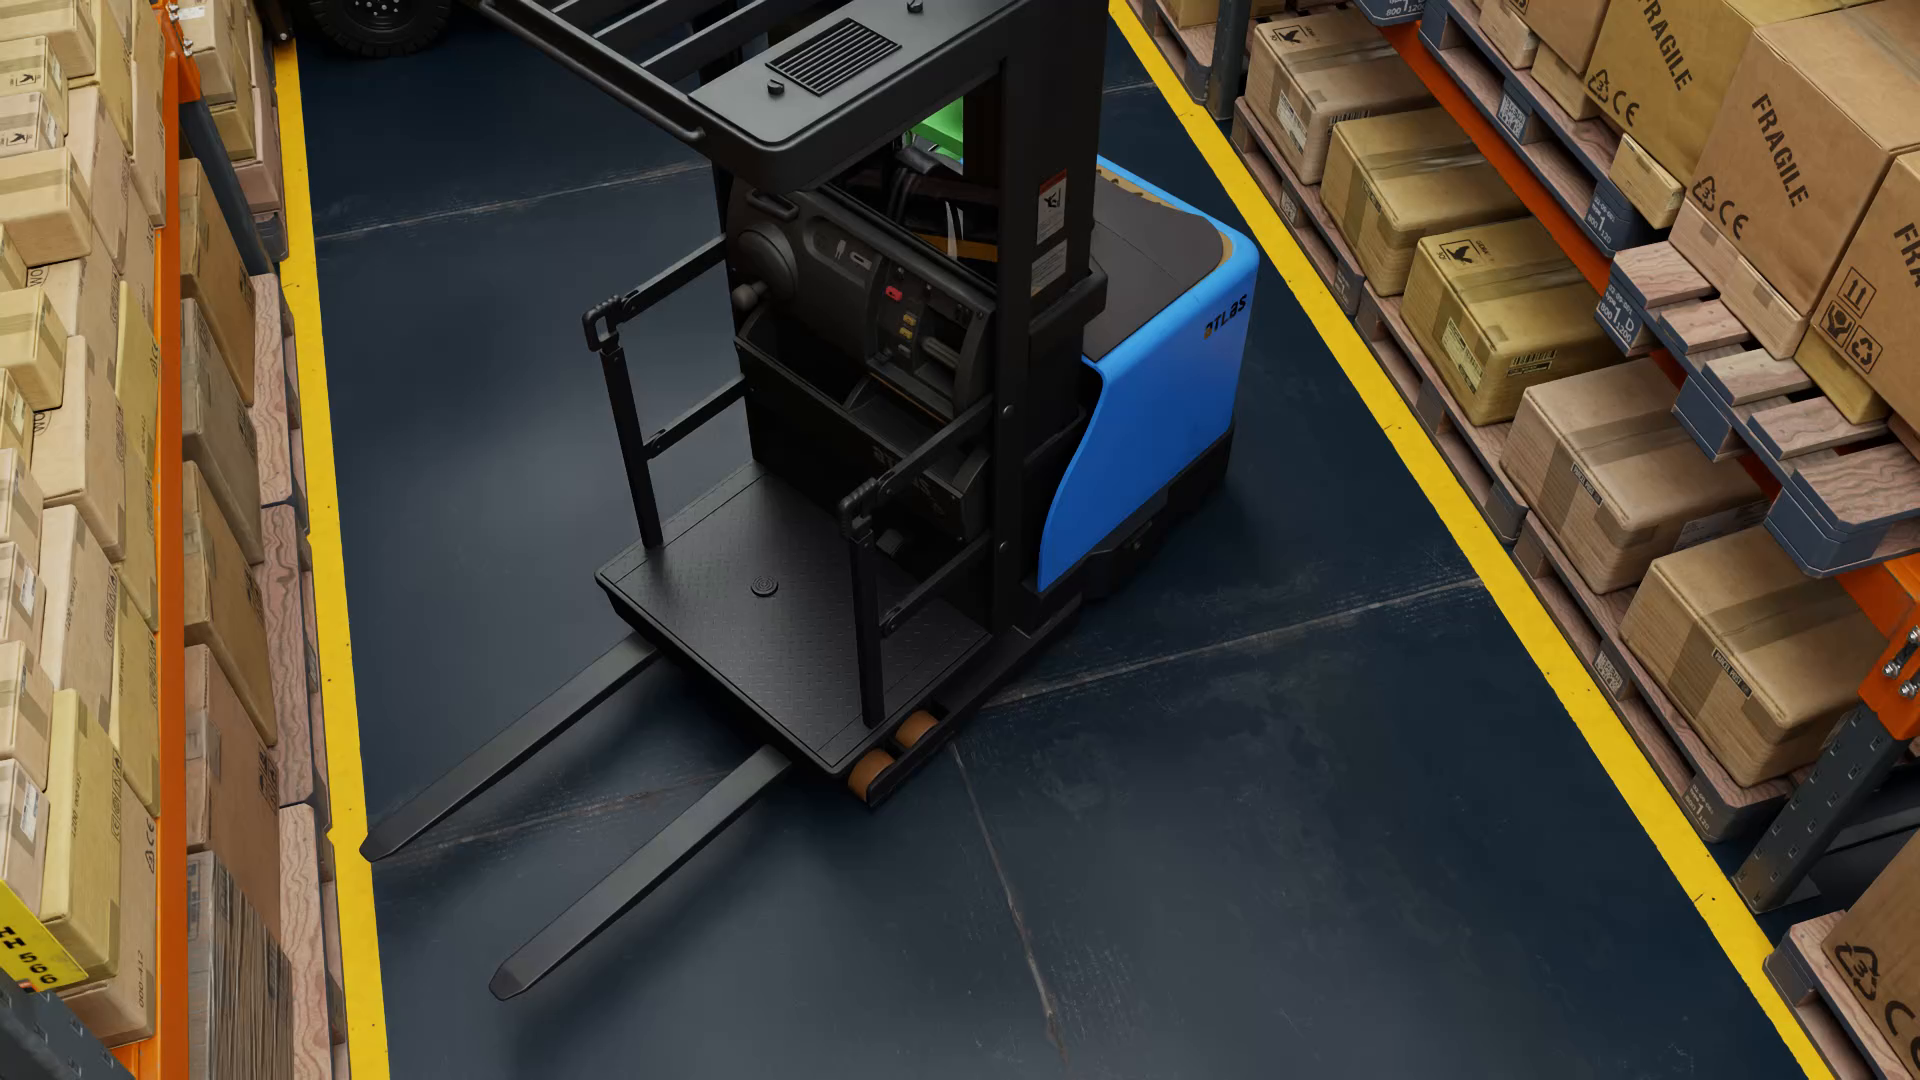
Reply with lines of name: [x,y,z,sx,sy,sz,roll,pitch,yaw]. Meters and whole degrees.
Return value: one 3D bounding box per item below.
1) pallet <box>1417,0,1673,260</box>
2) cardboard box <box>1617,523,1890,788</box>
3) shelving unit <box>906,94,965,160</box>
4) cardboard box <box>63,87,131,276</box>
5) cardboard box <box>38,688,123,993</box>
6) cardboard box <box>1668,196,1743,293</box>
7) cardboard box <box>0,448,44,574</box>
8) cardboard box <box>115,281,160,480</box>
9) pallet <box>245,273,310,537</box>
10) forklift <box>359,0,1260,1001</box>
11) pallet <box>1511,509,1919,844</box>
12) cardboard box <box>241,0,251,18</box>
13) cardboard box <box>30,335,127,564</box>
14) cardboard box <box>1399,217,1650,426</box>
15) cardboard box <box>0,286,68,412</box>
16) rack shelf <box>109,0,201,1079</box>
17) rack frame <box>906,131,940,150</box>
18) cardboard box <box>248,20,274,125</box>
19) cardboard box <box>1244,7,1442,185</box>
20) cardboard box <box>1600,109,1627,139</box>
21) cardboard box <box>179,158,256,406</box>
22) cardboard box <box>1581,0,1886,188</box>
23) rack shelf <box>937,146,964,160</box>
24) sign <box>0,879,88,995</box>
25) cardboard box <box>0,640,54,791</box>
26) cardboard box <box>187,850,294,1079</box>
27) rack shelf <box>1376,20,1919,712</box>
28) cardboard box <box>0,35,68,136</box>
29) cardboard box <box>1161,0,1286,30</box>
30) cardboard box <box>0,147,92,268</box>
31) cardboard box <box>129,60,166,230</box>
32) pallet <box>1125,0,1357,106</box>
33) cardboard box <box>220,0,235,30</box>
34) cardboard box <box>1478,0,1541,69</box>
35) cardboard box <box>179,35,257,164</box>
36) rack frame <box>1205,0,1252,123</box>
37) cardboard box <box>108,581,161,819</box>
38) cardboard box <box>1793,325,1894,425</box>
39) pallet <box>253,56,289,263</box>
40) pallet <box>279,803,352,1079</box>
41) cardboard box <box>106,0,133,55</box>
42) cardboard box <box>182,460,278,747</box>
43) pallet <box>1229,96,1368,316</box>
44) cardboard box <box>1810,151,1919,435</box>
pallet: [2.140,-1.407,5.099,1.003,0.211,1.213,-13,51,-11]
cardboard box: [2.607,0.265,5.009,0.950,0.372,0.625,-16,52,-13]
shelving unit: [0.074,-1.323,6.081,0.503,1.200,0.258,32,57,24]
cardboard box: [-2.465,-0.891,4.311,0.500,0.250,0.500,-12,51,-10]
cardboard box: [-1.850,0.595,3.057,0.500,0.250,0.500,-13,51,-11]
cardboard box: [2.110,-0.811,4.362,0.380,0.149,0.250,-16,52,-13]
cardboard box: [-2.059,-0.012,3.309,0.380,0.149,0.250,-13,51,-11]
cardboard box: [-2.329,-0.360,4.190,0.500,0.250,0.500,-12,51,-10]
pallet: [-2.904,-0.400,5.949,1.003,0.211,1.213,-13,51,-11]
forklift: [-0.431,-0.593,4.333,1.130,2.935,3.031,36,58,26]
pallet: [2.535,0.296,5.363,1.003,0.211,1.213,-13,51,-11]
cardboard box: [-3.296,-2.399,7.007,0.500,0.250,0.500,-14,51,-11]
cardboard box: [-2.158,-0.151,3.687,0.500,0.250,0.500,-14,51,-12]
cardboard box: [2.162,-0.827,5.930,0.950,0.372,0.625,-12,51,-10]
cardboard box: [-2.181,-0.388,3.625,0.380,0.149,0.250,-12,51,-10]
rack shelf: [-2.567,-0.136,4.373,1.077,0.370,4.000,-13,51,-11]
rack frame: [-0.116,-1.441,6.180,0.015,1.200,0.240,32,57,24]
cardboard box: [-3.151,-1.873,6.891,0.500,0.250,0.500,-14,51,-12]
cardboard box: [1.739,-1.859,6.800,0.950,0.372,0.625,-13,51,-11]
cardboard box: [2.062,-1.221,4.707,0.380,0.149,0.250,-13,51,-11]
cardboard box: [-2.994,-0.820,5.758,0.875,0.625,0.625,-11,51,-9]
cardboard box: [2.051,-1.308,4.356,0.500,0.500,0.500,-16,52,-13]
rack shelf: [0.074,-1.282,6.130,0.480,0.148,0.258,32,57,24]
sign: [-1.460,0.616,2.563,0.100,0.325,0.005,-13,51,-11]
cardboard box: [-1.869,0.358,2.997,0.380,0.149,0.250,-12,51,-10]
cardboard box: [-2.147,1.265,4.001,0.875,0.625,0.625,-12,51,-10]
rack shelf: [2.173,-1.261,5.321,1.077,0.370,4.000,-13,51,-11]
cardboard box: [-2.508,-1.128,4.249,0.380,0.149,0.250,-14,51,-12]
cardboard box: [1.150,-2.573,7.481,0.500,0.250,0.500,-11,51,-9]
cardboard box: [-2.287,-0.768,3.946,0.380,0.149,0.250,-15,51,-12]
cardboard box: [-2.606,-1.105,4.818,0.500,0.250,0.500,-14,51,-11]
pallet: [1.349,-2.537,7.751,1.003,0.211,1.213,-13,51,-11]
cardboard box: [-3.144,-2.200,6.512,0.500,0.250,0.500,-13,51,-11]
cardboard box: [1.802,-1.574,5.005,0.380,0.149,0.250,-12,51,-10]
cardboard box: [-3.007,-1.662,6.386,0.500,0.250,0.500,-14,51,-11]
rack frame: [1.582,-2.953,6.278,1.000,3.000,0.127,-13,51,-11]
cardboard box: [-2.018,0.394,3.554,0.500,0.250,0.500,-14,51,-12]
cardboard box: [2.294,-0.452,4.059,0.380,0.149,0.250,-13,51,-10]
pallet: [-3.354,-1.520,6.893,1.003,0.211,1.213,-13,51,-11]
pallet: [-2.182,1.382,4.447,1.003,0.211,1.213,-13,51,-11]
cardboard box: [-2.769,-1.640,4.942,0.500,0.250,0.500,-14,51,-12]
cardboard box: [-2.547,0.297,4.816,0.875,0.625,0.625,-15,52,-12]
pallet: [1.813,-1.486,6.865,1.003,0.211,1.213,-13,51,-11]
cardboard box: [2.365,-0.564,3.729,0.500,0.500,0.500,-15,51,-12]
